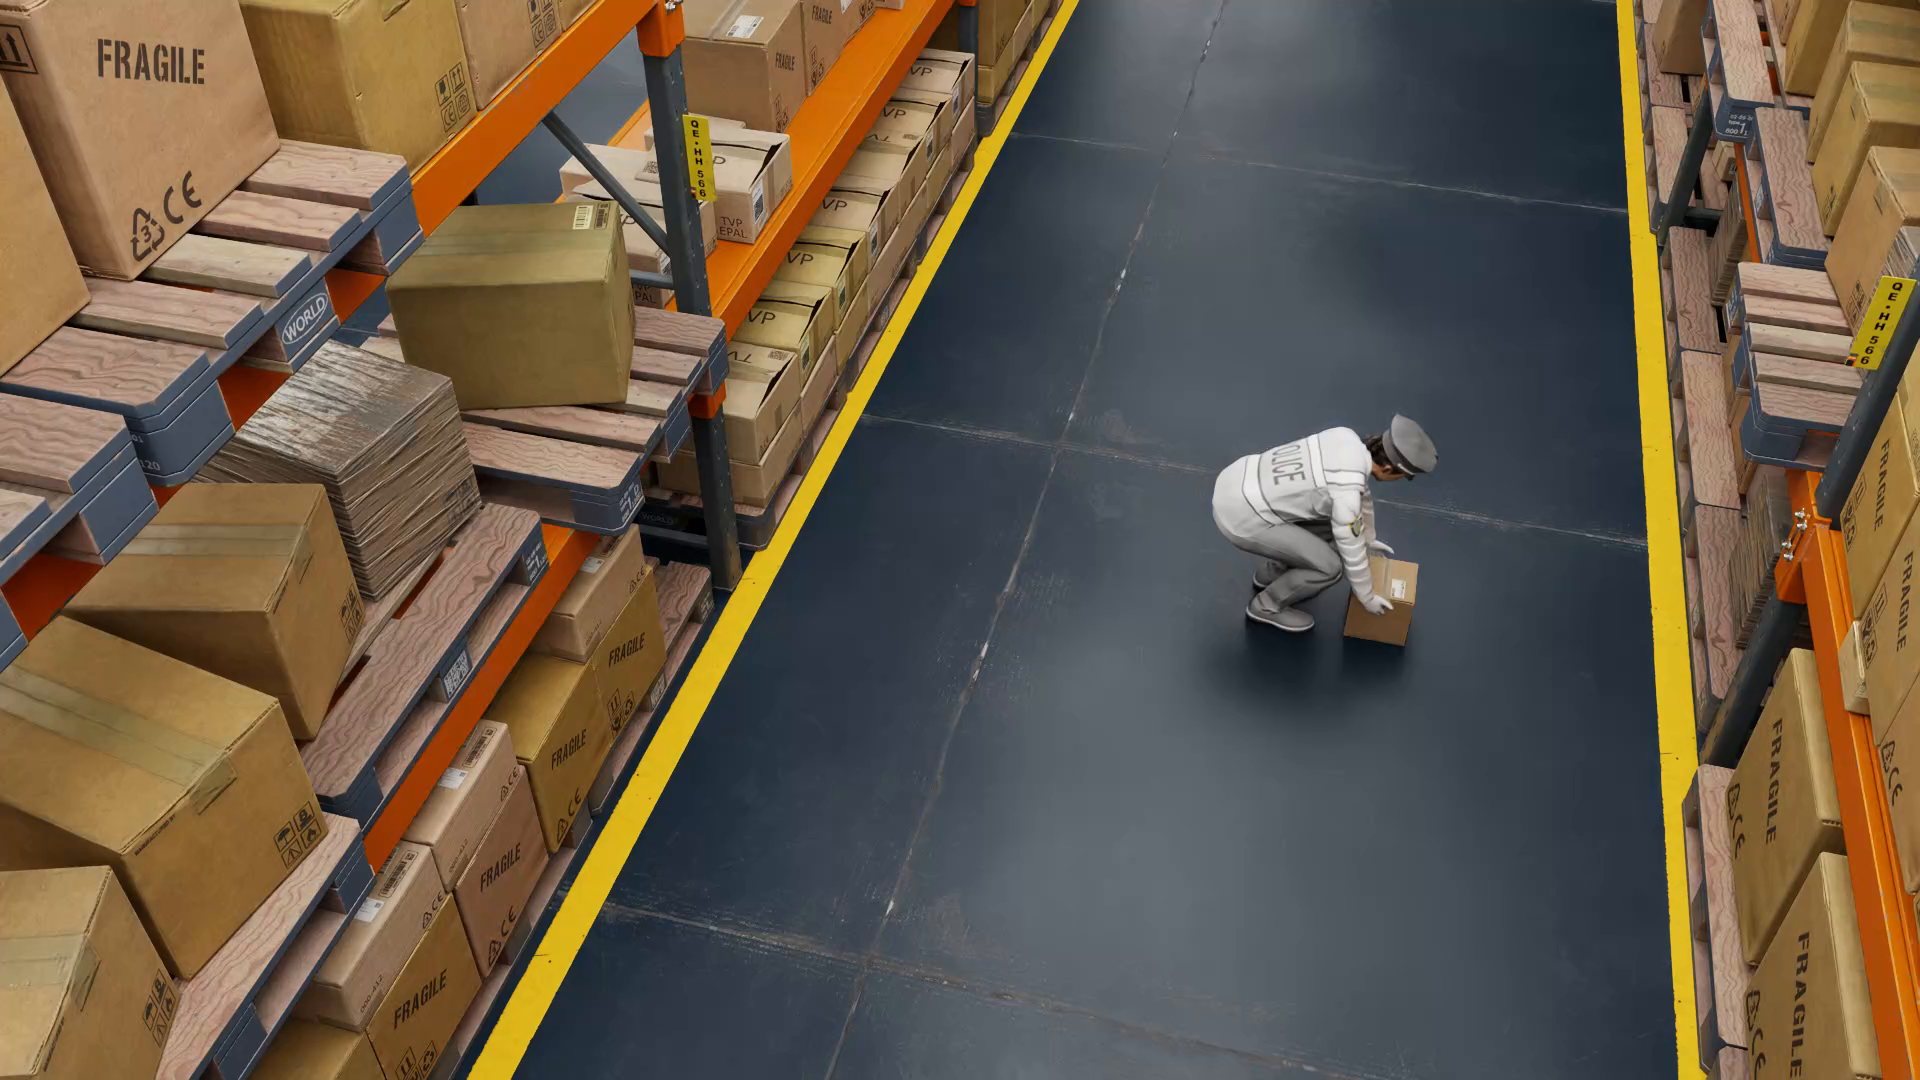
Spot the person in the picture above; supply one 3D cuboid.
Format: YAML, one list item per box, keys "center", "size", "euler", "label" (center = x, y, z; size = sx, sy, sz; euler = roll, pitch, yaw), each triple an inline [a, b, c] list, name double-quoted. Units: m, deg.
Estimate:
- center: [1.457, -0.102, 6.794]
  size: [0.843, 0.985, 0.489]
  euler: [10, 42, 11]
  label: "person"
